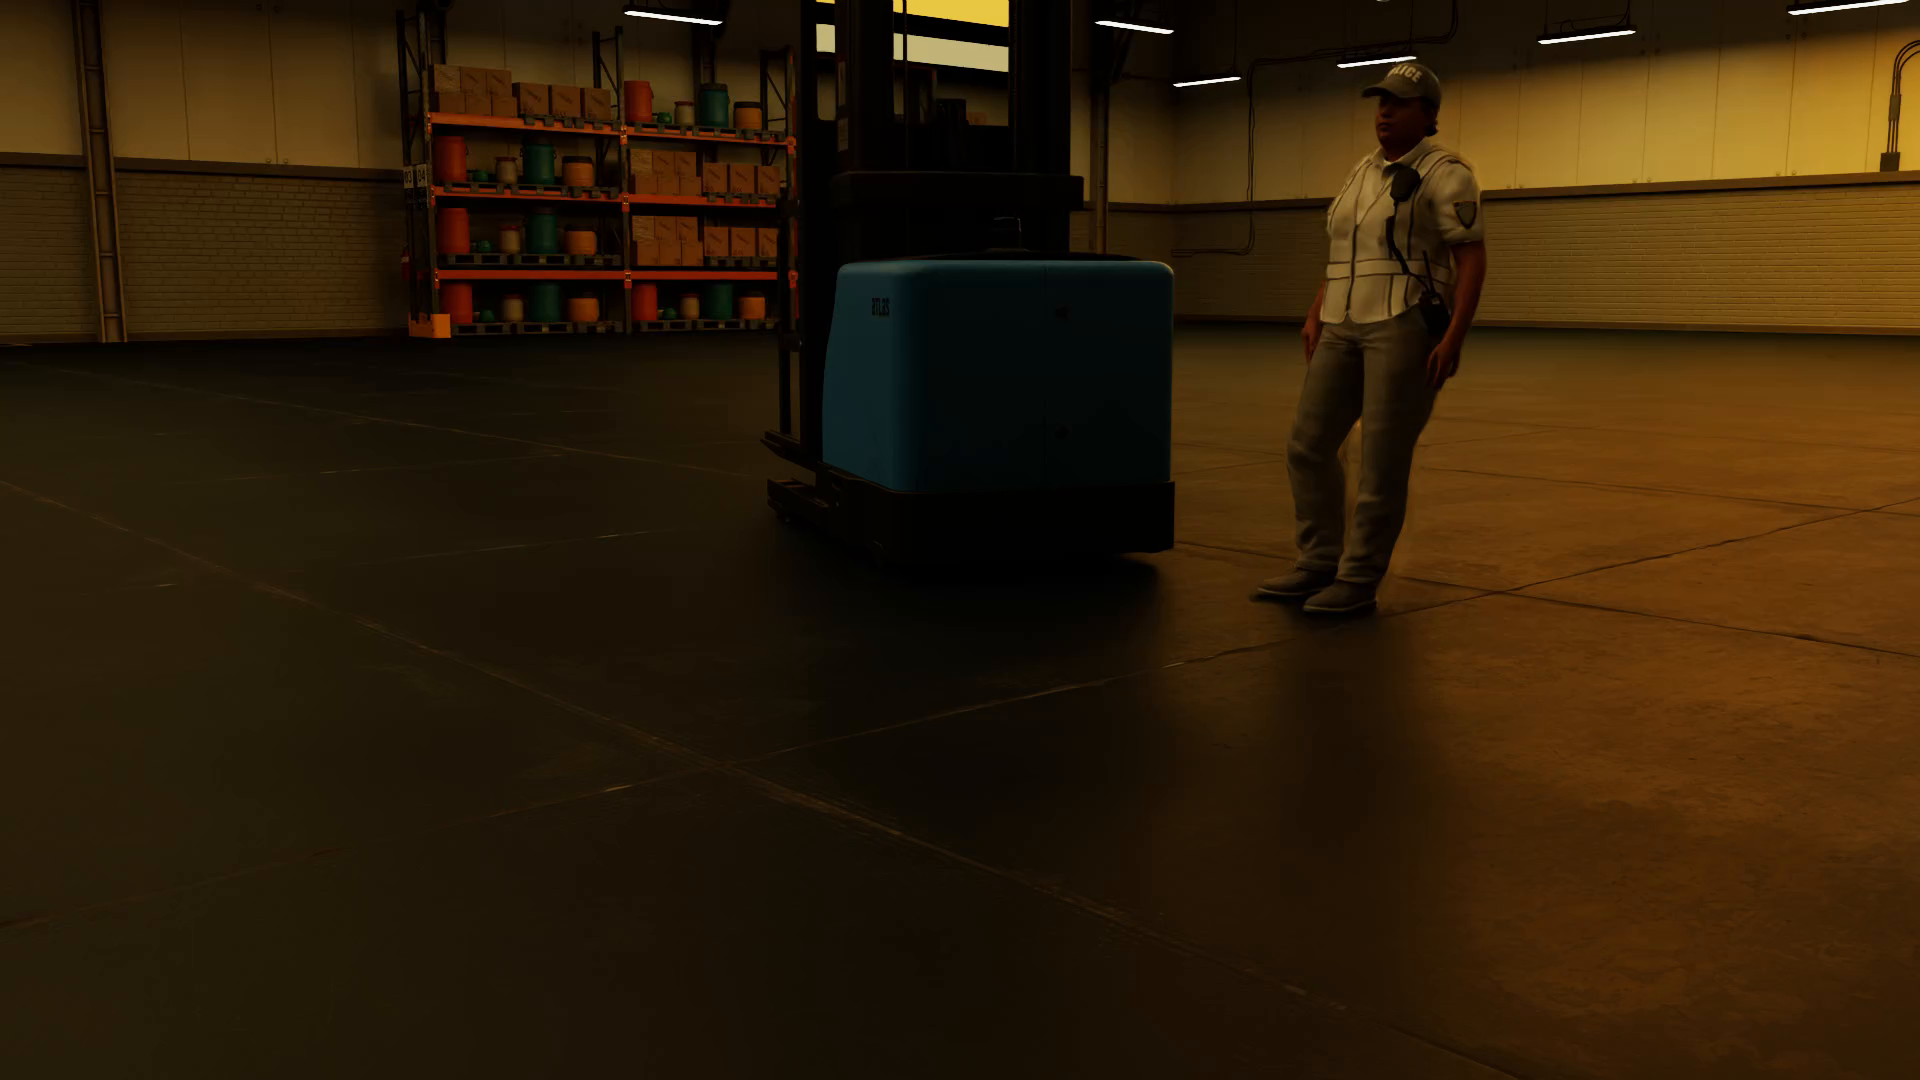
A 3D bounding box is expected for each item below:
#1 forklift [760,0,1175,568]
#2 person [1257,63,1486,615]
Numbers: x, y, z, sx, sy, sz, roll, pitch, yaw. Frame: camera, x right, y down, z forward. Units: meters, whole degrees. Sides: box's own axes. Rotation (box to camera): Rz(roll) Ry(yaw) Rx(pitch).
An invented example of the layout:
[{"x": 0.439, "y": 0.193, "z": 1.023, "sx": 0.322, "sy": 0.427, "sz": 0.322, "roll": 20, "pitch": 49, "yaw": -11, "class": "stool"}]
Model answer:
[{"x": -0.196, "y": -1.537, "z": 6.886, "sx": 1.130, "sy": 2.935, "sz": 3.031, "roll": -3, "pitch": 9, "yaw": -19, "class": "forklift"}, {"x": 1.247, "y": -0.618, "z": 5.130, "sx": 0.549, "sy": 1.657, "sz": 0.600, "roll": -6, "pitch": 11, "yaw": -33, "class": "person"}]
